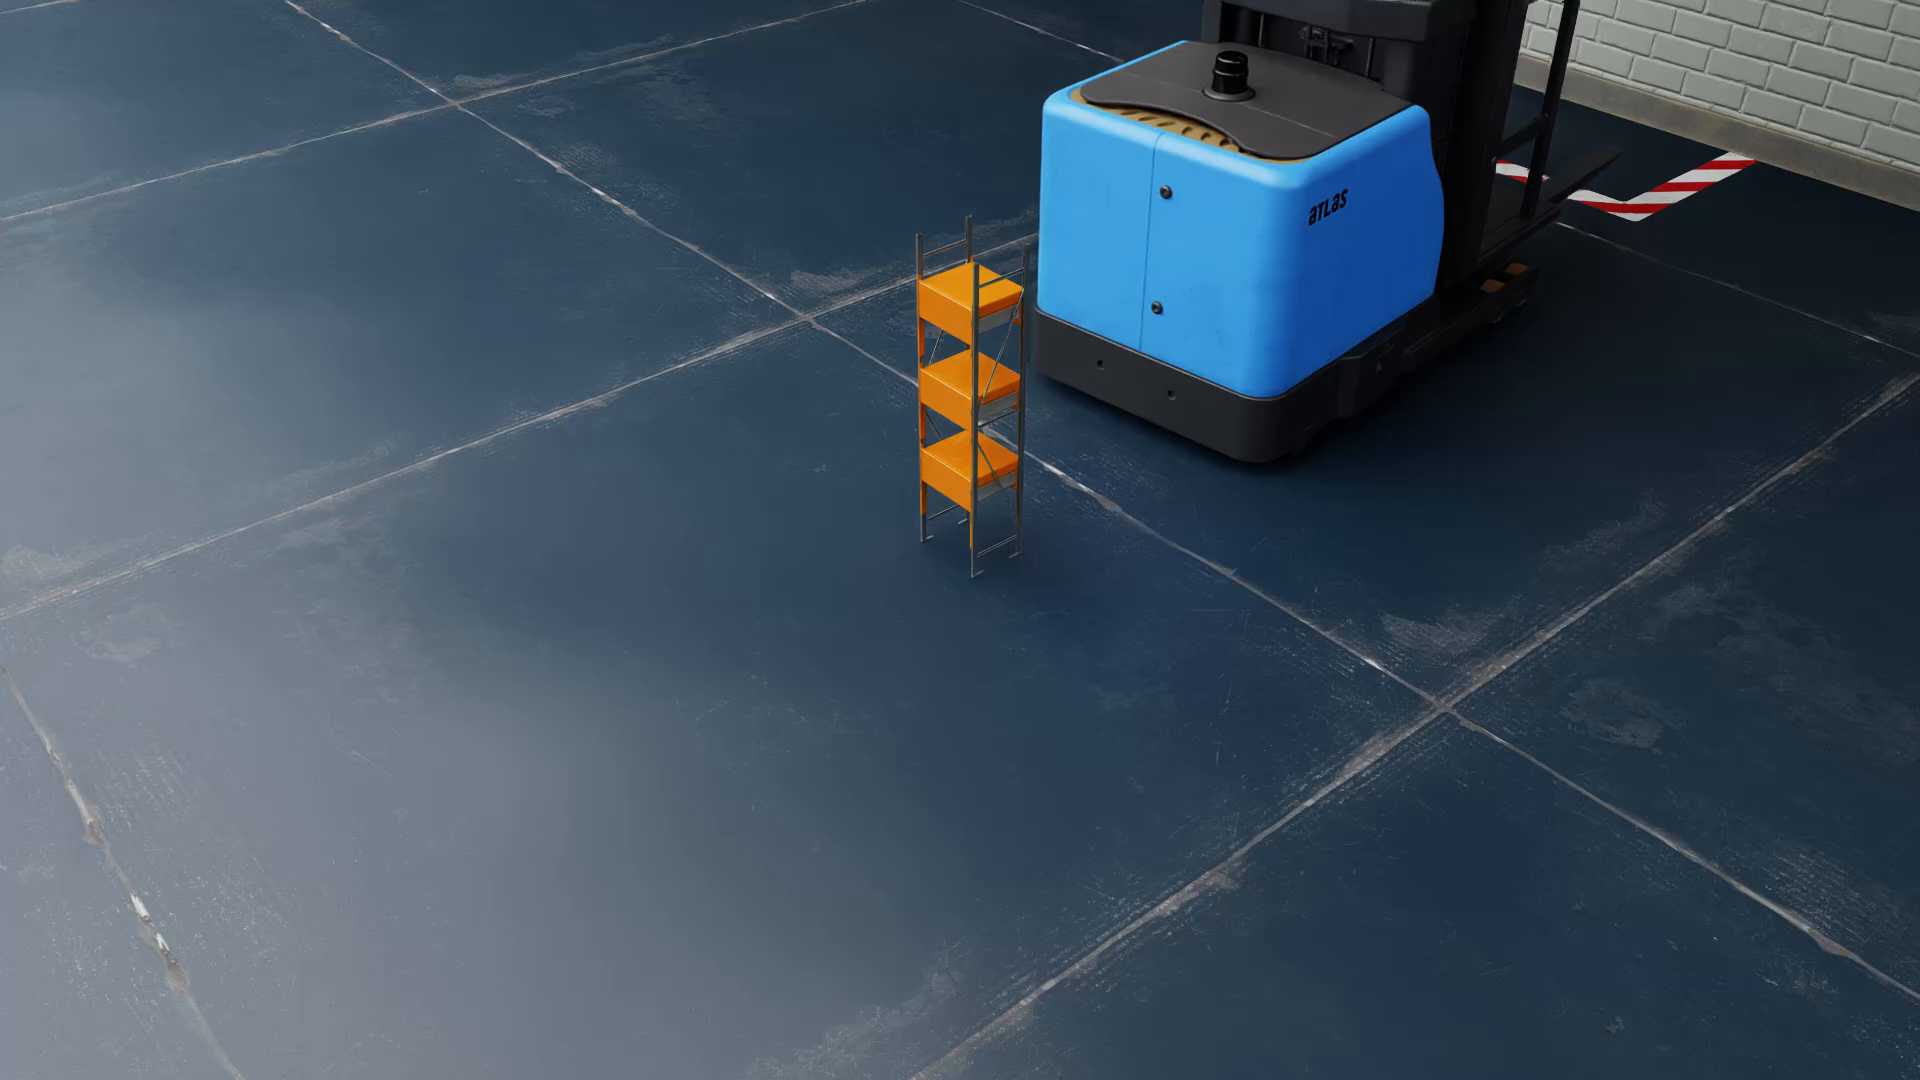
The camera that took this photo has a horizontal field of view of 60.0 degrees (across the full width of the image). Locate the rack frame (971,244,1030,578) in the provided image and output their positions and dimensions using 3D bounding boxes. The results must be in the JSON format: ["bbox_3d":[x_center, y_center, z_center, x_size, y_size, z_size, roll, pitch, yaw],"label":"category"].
[{"bbox_3d":[0.113,-0.351,4.837,0.200,1.050,0.008,-26,43,-32],"label":"rack frame"}]

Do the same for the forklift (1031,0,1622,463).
[{"bbox_3d":[1.627,-2.214,5.840,1.130,2.935,3.031,28,44,34],"label":"forklift"}]

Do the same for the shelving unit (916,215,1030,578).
[{"bbox_3d":[0.035,-0.405,4.913,0.215,1.050,0.252,-26,43,-32],"label":"shelving unit"}]

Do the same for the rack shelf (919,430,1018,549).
[{"bbox_3d":[0.035,-0.169,5.080,0.215,0.259,0.240,-26,43,-32],"label":"rack shelf"}]

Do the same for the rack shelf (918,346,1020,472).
[{"bbox_3d":[0.035,-0.396,4.919,0.215,0.259,0.240,-26,43,-32],"label":"rack shelf"}]

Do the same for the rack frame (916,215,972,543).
[{"bbox_3d":[-0.044,-0.459,4.989,0.200,1.050,0.008,-26,43,-32],"label":"rack frame"}]

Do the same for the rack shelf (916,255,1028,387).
[{"bbox_3d":[0.035,-0.628,4.755,0.215,0.259,0.240,-26,43,-32],"label":"rack shelf"}]
